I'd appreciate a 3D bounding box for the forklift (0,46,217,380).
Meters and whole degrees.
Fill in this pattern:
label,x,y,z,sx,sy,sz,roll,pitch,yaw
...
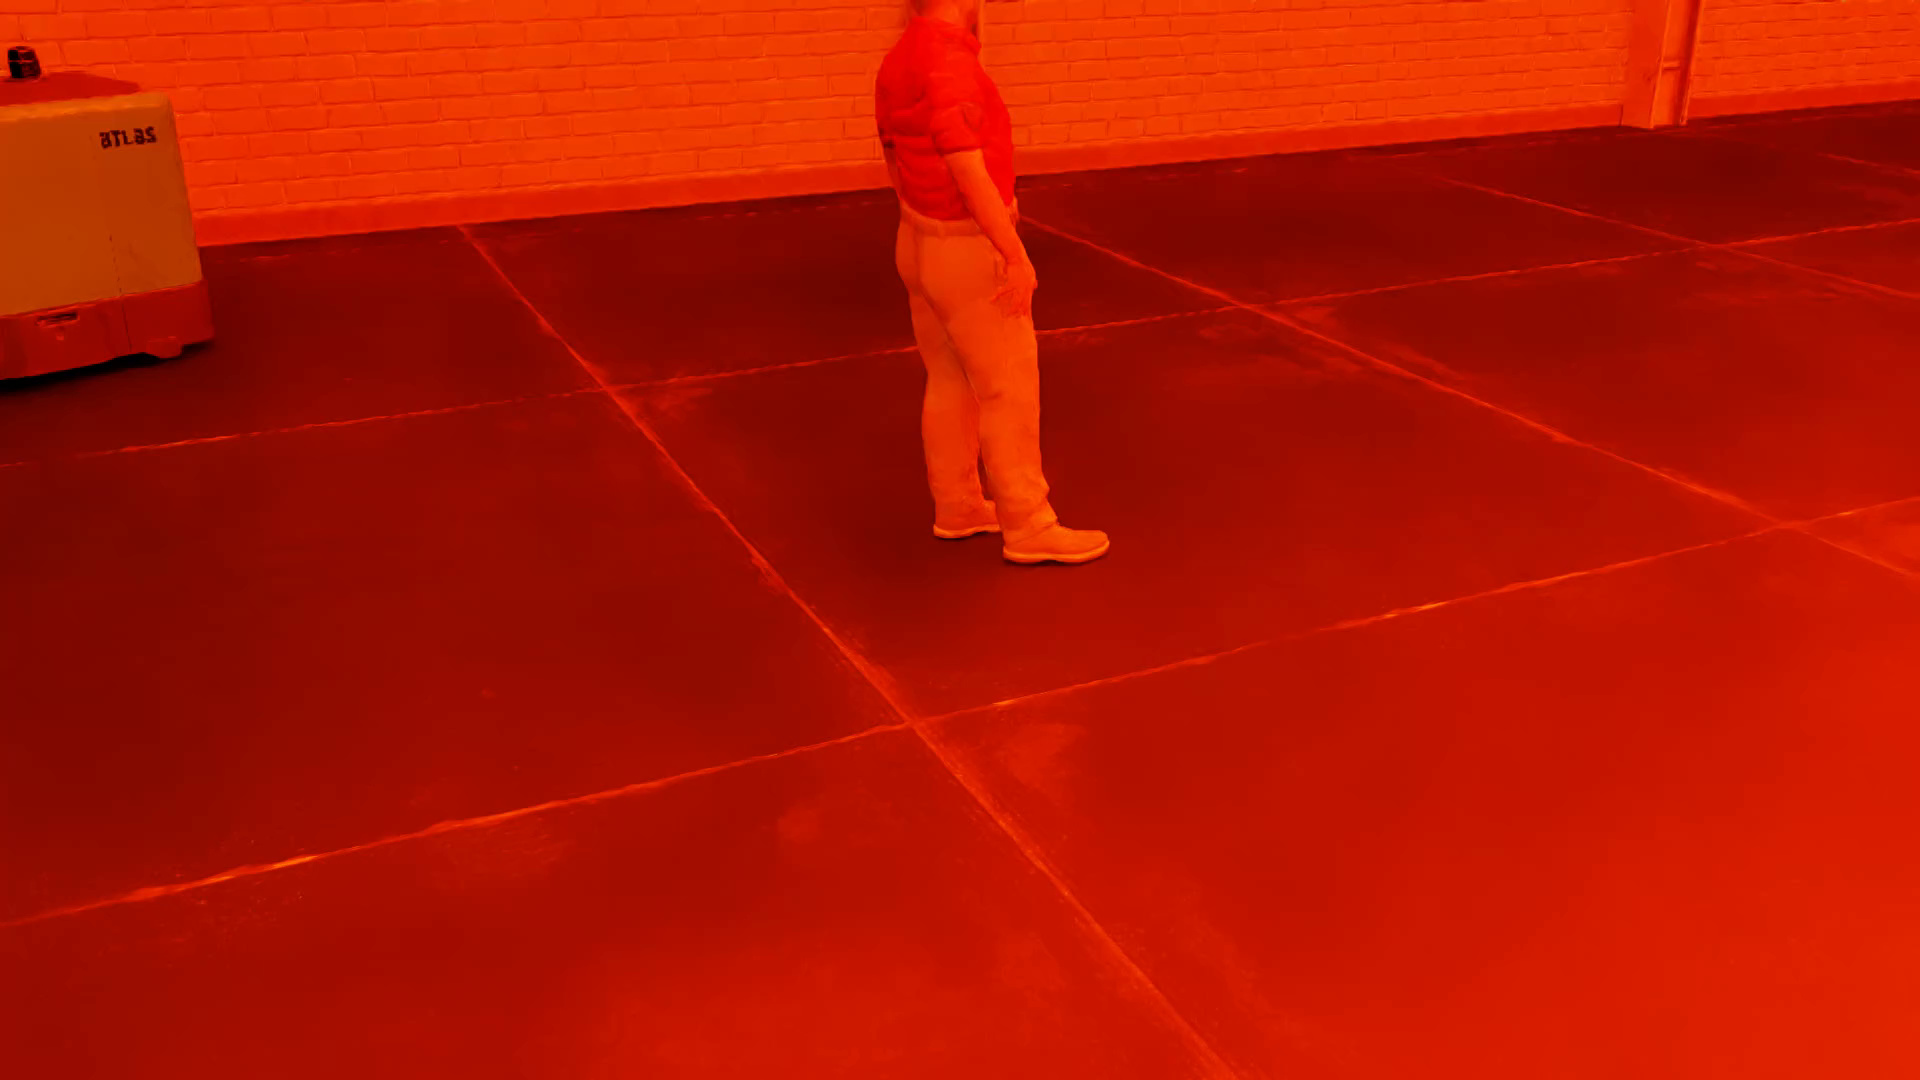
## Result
label,x,y,z,sx,sy,sz,roll,pitch,yaw
forklift,-4.521,-1.870,5.787,1.130,2.935,3.031,21,30,41

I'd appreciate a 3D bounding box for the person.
label,x,y,z,sx,sy,sz,roll,pitch,yaw
person,0.086,-0.815,4.797,0.550,1.726,0.640,-10,25,-23
